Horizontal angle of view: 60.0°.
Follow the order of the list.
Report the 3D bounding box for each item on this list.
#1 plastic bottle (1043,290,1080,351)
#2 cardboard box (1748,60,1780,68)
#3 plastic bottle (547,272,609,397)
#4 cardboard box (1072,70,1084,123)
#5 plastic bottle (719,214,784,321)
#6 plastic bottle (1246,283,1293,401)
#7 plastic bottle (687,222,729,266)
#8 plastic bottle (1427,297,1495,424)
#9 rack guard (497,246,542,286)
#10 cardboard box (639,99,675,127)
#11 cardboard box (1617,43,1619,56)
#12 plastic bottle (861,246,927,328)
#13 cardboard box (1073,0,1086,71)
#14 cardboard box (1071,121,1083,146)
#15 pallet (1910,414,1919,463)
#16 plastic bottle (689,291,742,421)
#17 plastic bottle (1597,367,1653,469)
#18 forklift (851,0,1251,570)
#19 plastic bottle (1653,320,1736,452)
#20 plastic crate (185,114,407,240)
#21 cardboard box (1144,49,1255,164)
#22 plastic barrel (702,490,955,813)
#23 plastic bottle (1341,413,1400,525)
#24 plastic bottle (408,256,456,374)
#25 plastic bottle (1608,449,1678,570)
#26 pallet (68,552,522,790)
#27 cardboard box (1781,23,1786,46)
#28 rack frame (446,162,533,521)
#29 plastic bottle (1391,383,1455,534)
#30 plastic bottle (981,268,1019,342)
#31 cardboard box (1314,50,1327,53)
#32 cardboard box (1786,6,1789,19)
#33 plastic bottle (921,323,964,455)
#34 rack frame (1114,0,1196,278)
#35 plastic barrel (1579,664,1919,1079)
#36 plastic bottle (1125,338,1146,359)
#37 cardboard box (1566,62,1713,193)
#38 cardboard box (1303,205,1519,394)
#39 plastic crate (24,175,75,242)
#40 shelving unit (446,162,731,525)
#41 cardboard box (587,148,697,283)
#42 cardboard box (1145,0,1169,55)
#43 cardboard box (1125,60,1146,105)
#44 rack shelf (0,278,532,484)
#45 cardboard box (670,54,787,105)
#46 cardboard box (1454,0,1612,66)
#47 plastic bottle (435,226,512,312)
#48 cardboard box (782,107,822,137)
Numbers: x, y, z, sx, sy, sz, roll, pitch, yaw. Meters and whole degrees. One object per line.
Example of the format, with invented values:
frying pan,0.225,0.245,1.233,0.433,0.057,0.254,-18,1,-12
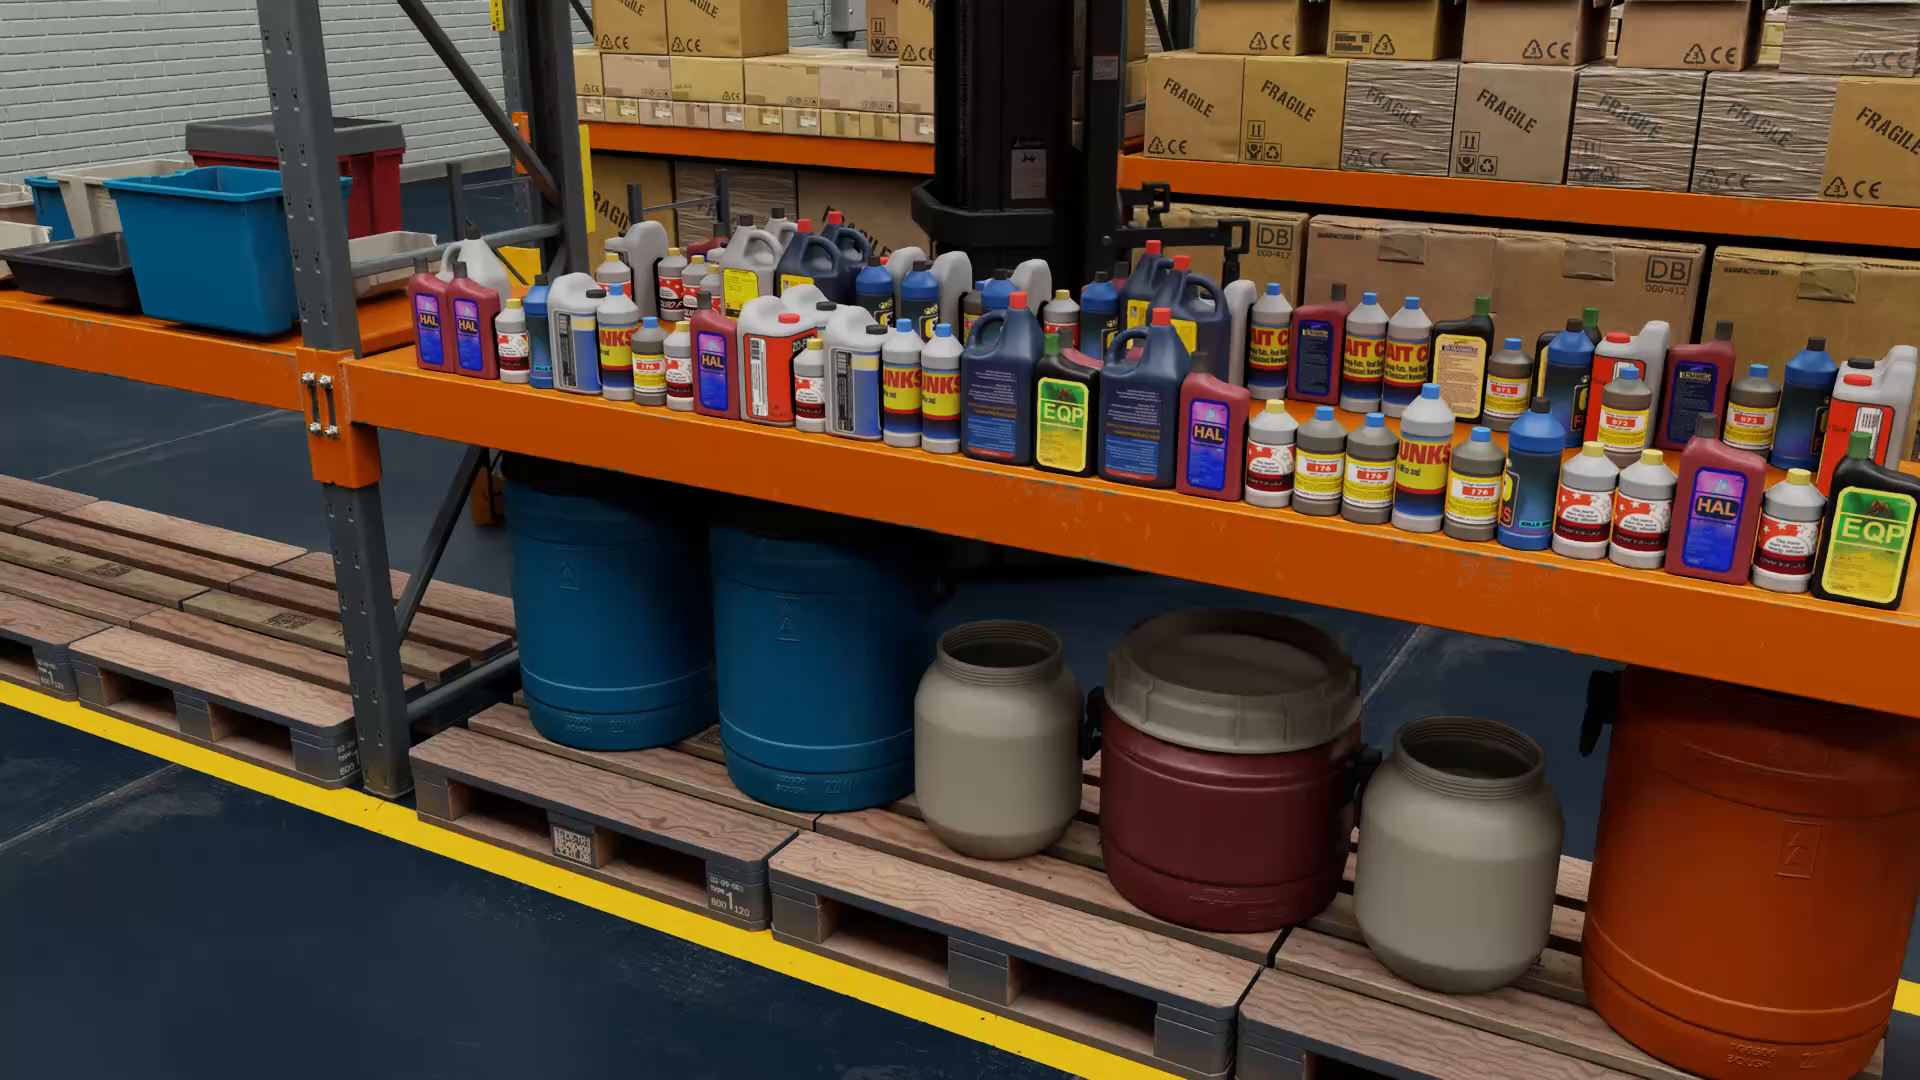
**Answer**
plastic bottle,0.259,-0.534,4.229,0.097,0.201,0.097,0,20,0
cardboard box,3.728,-1.916,7.603,0.500,0.500,0.500,10,22,26
plastic bottle,-0.899,-0.504,4.037,0.135,0.276,0.152,11,23,27
cardboard box,0.465,-2.352,8.735,0.500,0.250,0.500,10,22,26
plastic bottle,-0.545,-0.692,4.445,0.185,0.351,0.144,11,23,27
plastic bottle,0.739,-0.475,3.965,0.097,0.271,0.097,0,20,0
plastic bottle,-0.711,-0.764,4.744,0.133,0.283,0.061,11,23,27
plastic bottle,1.135,-0.413,3.775,0.133,0.283,0.061,11,23,27
rack guard,-2.534,-1.782,11.044,0.348,0.500,1.175,11,23,27
cardboard box,-1.688,-2.550,9.864,0.250,0.149,0.380,10,22,26
cardboard box,4.748,-3.409,11.616,0.250,0.149,0.380,10,22,26
plastic bottle,-0.176,-0.641,4.415,0.135,0.276,0.152,11,23,27
cardboard box,0.447,-2.706,8.611,0.500,0.500,0.500,12,23,29
cardboard box,0.553,-2.123,8.687,0.250,0.149,0.380,11,23,28
pallet,3.819,-0.465,7.838,1.213,0.211,1.003,11,23,27
plastic bottle,-0.549,-0.423,3.803,0.133,0.283,0.061,11,23,27
plastic bottle,1.387,-0.260,3.473,0.097,0.201,0.097,0,20,0
forklift,0.662,-1.433,6.518,3.031,2.935,1.130,-4,20,-10
plastic bottle,1.571,-0.330,3.546,0.133,0.283,0.061,11,23,27
plastic crate,-2.094,-1.095,5.302,0.583,0.464,0.402,11,23,27
cardboard box,1.259,-2.184,8.340,0.500,0.500,0.500,11,23,27
plastic barrel,-0.352,0.189,4.406,0.708,0.901,0.600,11,23,27
plastic bottle,0.776,-0.139,3.140,0.097,0.201,0.097,0,20,0
plastic bottle,-1.325,-0.570,4.210,0.133,0.283,0.061,11,23,27
plastic bottle,1.201,-0.058,2.917,0.097,0.201,0.097,0,20,0
pallet,-2.097,0.387,5.489,1.213,0.211,1.003,11,23,27
cardboard box,5.642,-3.377,11.091,0.250,0.149,0.380,11,23,27
rack frame,-1.876,-0.854,7.019,0.032,1.500,0.500,14,24,33
plastic bottle,0.861,-0.156,3.084,0.097,0.271,0.097,0,20,0
plastic bottle,0.100,-0.538,4.137,0.097,0.271,0.097,0,20,0
cardboard box,1.949,-2.254,8.533,0.500,0.500,0.500,12,23,29
cardboard box,5.645,-3.516,11.038,0.250,0.149,0.380,12,23,29
plastic bottle,-0.035,-0.326,3.554,0.097,0.271,0.097,0,20,0
rack frame,0.979,-2.288,8.773,0.127,3.000,1.000,11,23,27
plastic barrel,1.620,0.598,3.383,0.708,0.830,0.600,11,23,27
plastic bottle,0.405,-0.297,3.457,0.133,0.283,0.061,11,23,27
cardboard box,3.032,-1.848,7.414,0.500,0.500,0.500,10,22,26
cardboard box,2.328,-1.238,8.378,0.875,0.875,1.225,10,22,25
plastic crate,-3.011,-1.163,5.829,0.300,0.233,0.416,11,23,27
shelving unit,-1.470,-0.754,6.746,1.083,1.500,0.587,14,24,33
cardboard box,-1.915,-2.069,10.670,0.875,0.875,0.875,11,23,27
cardboard box,1.600,-4.193,13.443,0.500,0.500,0.500,10,22,26
cardboard box,0.696,-2.513,9.178,0.500,0.250,0.500,10,22,26
rack shelf,-3.183,-0.808,5.748,4.000,0.370,1.077,11,23,27
cardboard box,-1.332,-2.693,9.674,0.500,0.250,0.500,10,22,26
cardboard box,2.684,-2.486,7.703,0.637,0.503,0.797,12,23,29
plastic bottle,-1.252,-0.628,4.271,0.185,0.351,0.144,11,23,27
cardboard box,-0.791,-2.379,9.393,0.250,0.149,0.380,11,23,28
